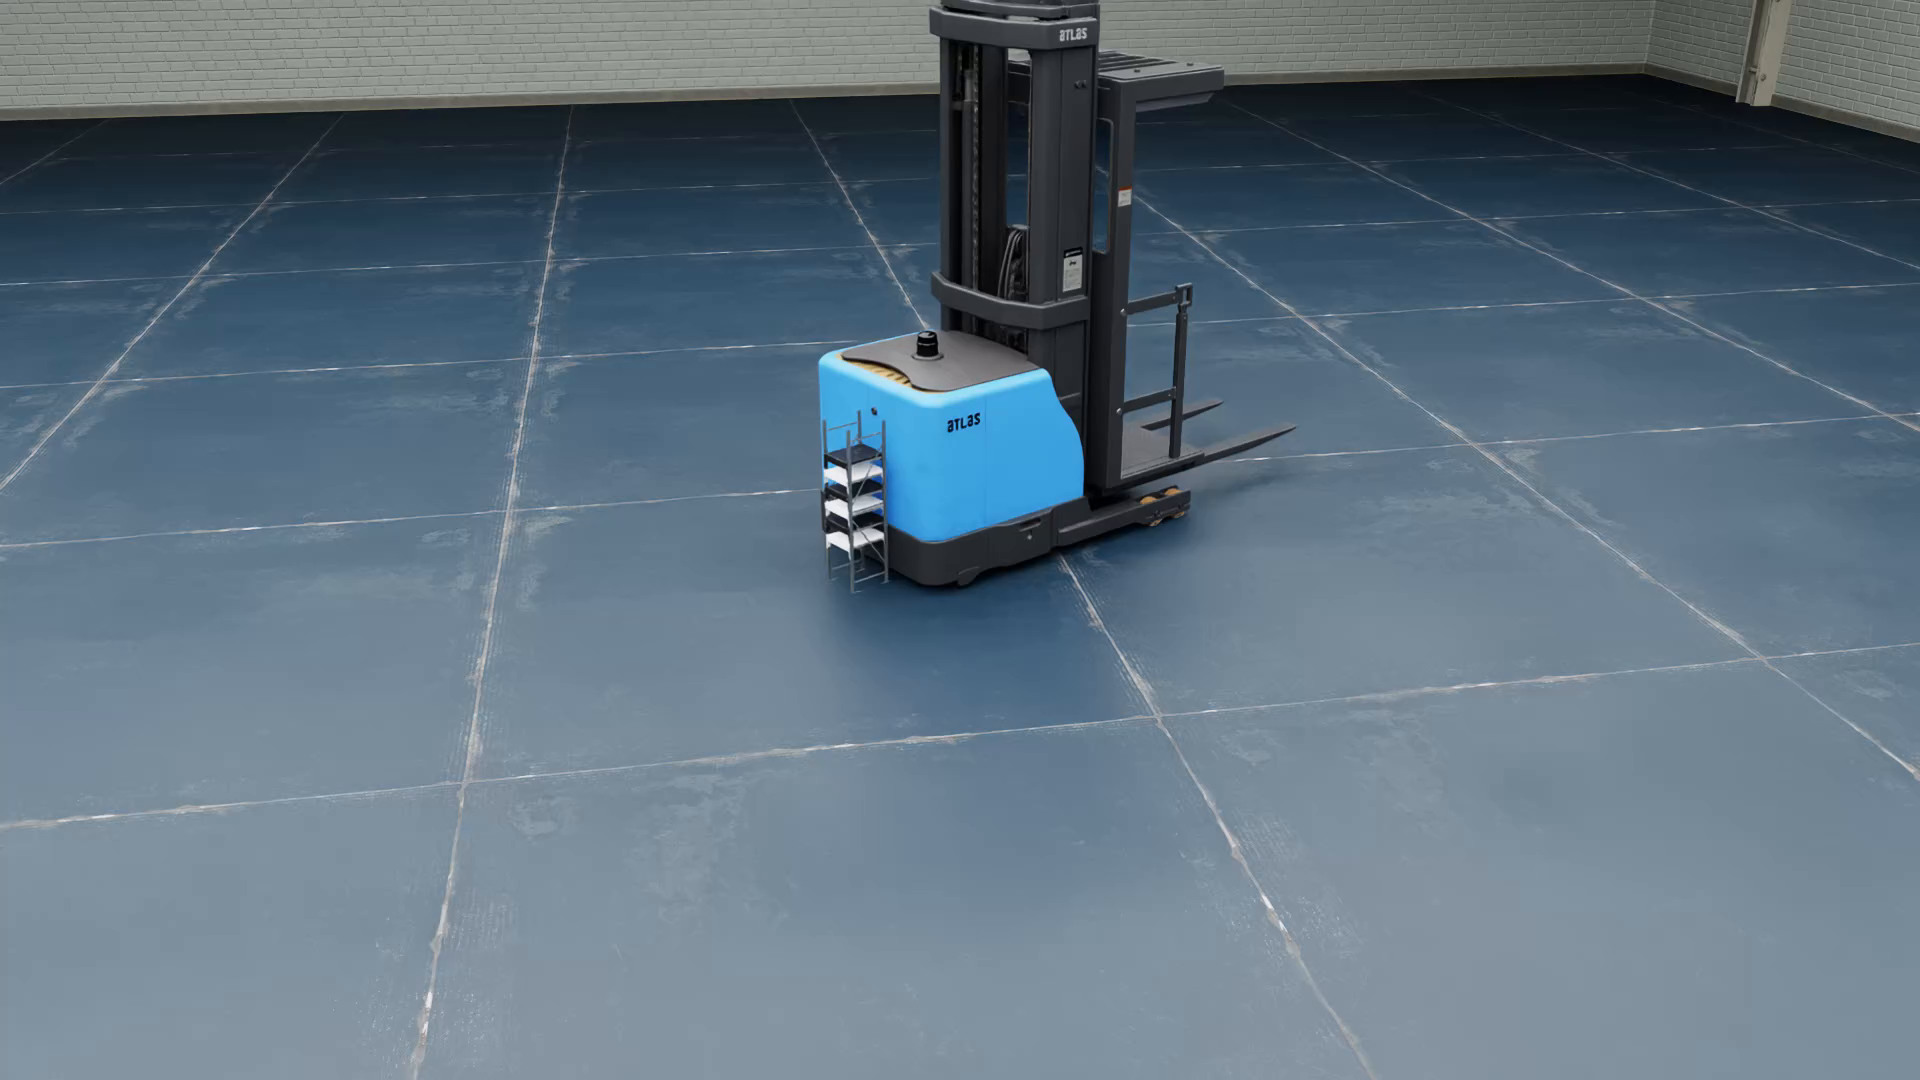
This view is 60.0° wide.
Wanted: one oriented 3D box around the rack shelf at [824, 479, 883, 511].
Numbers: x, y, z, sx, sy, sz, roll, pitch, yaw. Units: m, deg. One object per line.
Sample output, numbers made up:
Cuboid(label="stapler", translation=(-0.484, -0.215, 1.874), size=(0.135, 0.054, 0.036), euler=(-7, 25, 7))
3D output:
Cuboid(label="rack shelf", translation=(-0.536, -0.245, 8.544), size=(0.258, 0.077, 0.200), euler=(-19, 30, -36))

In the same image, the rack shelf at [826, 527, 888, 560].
Cuboid(label="rack shelf", translation=(-0.536, 0.003, 8.652), size=(0.258, 0.077, 0.200), euler=(-19, 30, -36))

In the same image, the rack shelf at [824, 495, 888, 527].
Cuboid(label="rack shelf", translation=(-0.536, -0.162, 8.580), size=(0.258, 0.077, 0.200), euler=(-19, 30, -36))

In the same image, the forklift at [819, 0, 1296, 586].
Cuboid(label="forklift", translation=(0.699, -1.568, 9.179), size=(3.031, 2.935, 1.130), euler=(-18, 29, -35))

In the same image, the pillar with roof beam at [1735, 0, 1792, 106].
Cuboid(label="pillar with roof beam", translation=(6.835, -9.892, 20.655), size=(9.100, 9.000, 0.400), euler=(-4, 24, -10))

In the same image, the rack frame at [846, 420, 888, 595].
Cuboid(label="rack frame", translation=(-0.470, -0.161, 8.495), size=(0.240, 0.900, 0.006), euler=(-19, 30, -36))

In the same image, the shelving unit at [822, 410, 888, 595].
Cuboid(label="shelving unit", translation=(-0.536, -0.193, 8.567), size=(0.258, 0.900, 0.210), euler=(-19, 30, -36))

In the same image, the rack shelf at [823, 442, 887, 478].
Cuboid(label="rack shelf", translation=(-0.536, -0.410, 8.472), size=(0.258, 0.077, 0.200), euler=(-19, 30, -36))

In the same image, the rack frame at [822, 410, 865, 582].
Cuboid(label="rack frame", translation=(-0.601, -0.224, 8.638), size=(0.240, 0.900, 0.006), euler=(-19, 30, -36))

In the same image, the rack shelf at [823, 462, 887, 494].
Cuboid(label="rack shelf", translation=(-0.536, -0.327, 8.508), size=(0.258, 0.077, 0.200), euler=(-19, 30, -36))

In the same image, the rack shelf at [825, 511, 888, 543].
Cuboid(label="rack shelf", translation=(-0.536, -0.080, 8.616), size=(0.258, 0.077, 0.200), euler=(-19, 30, -36))
